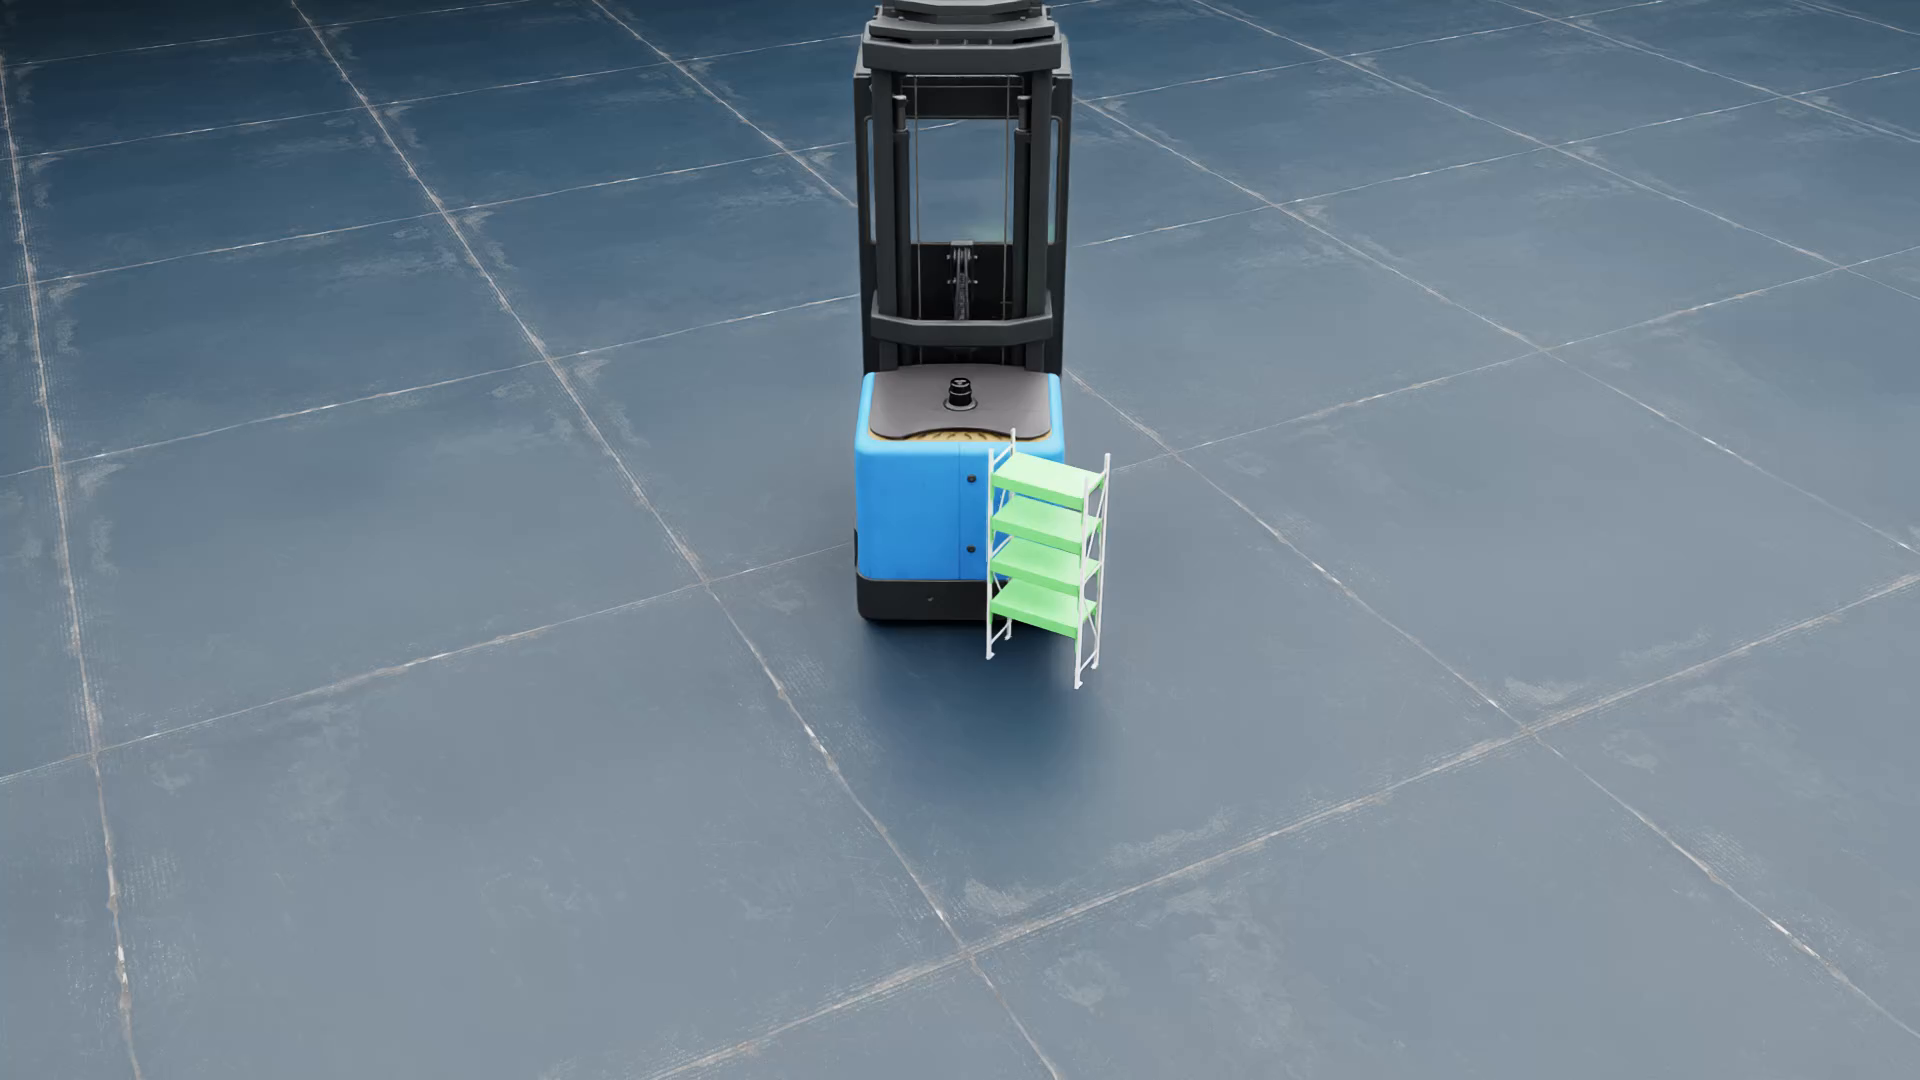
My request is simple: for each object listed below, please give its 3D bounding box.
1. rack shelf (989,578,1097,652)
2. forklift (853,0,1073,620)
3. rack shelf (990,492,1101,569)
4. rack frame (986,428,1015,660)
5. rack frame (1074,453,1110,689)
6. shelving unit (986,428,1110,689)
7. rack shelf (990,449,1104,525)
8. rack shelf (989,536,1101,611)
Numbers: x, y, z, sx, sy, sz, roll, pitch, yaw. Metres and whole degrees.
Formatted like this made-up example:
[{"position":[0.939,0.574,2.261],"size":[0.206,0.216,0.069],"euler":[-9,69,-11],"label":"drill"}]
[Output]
[{"position":[0.410,0.356,8.145],"size":[0.480,0.148,0.258],"euler":[17,36,24],"label":"rack shelf"},{"position":[0.018,-1.582,9.003],"size":[1.130,2.935,3.031],"euler":[0,33,1],"label":"forklift"},{"position":[0.410,-0.048,7.886],"size":[0.480,0.148,0.258],"euler":[17,36,24],"label":"rack shelf"},{"position":[0.197,0.037,8.081],"size":[0.015,1.200,0.240],"euler":[17,36,24],"label":"rack frame"},{"position":[0.624,0.164,7.881],"size":[0.015,1.200,0.240],"euler":[17,36,24],"label":"rack frame"},{"position":[0.410,0.100,7.981],"size":[0.503,1.200,0.258],"euler":[17,36,24],"label":"shelving unit"},{"position":[0.410,-0.250,7.756],"size":[0.480,0.148,0.258],"euler":[17,36,24],"label":"rack shelf"},{"position":[0.410,0.154,8.015],"size":[0.480,0.148,0.258],"euler":[17,36,24],"label":"rack shelf"}]
